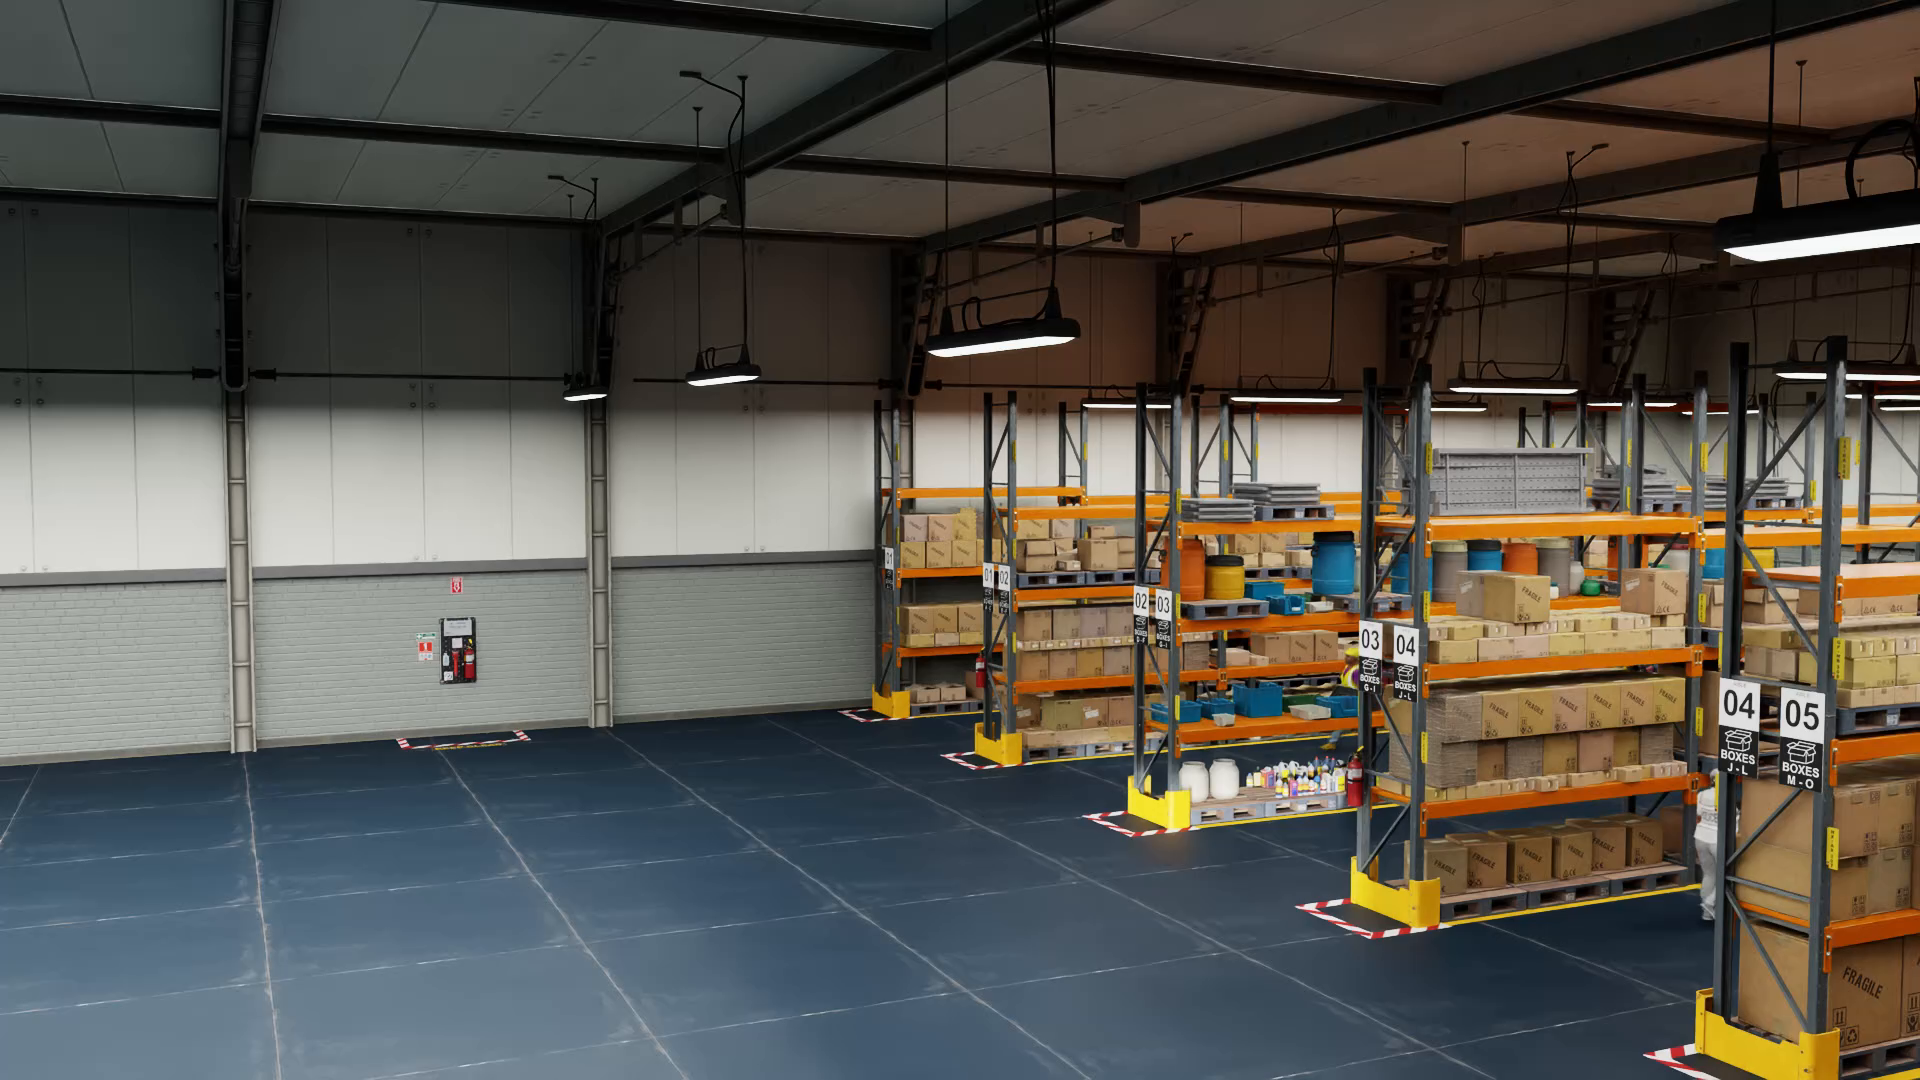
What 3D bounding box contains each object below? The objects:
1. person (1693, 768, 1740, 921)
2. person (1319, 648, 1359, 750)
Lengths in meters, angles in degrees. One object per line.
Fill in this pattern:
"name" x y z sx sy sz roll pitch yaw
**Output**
"person" 8.133 3.292 17.931 0.494 1.662 0.527 -1 4 -19
"person" 6.560 2.663 27.896 1.079 1.706 0.543 -2 4 -33
